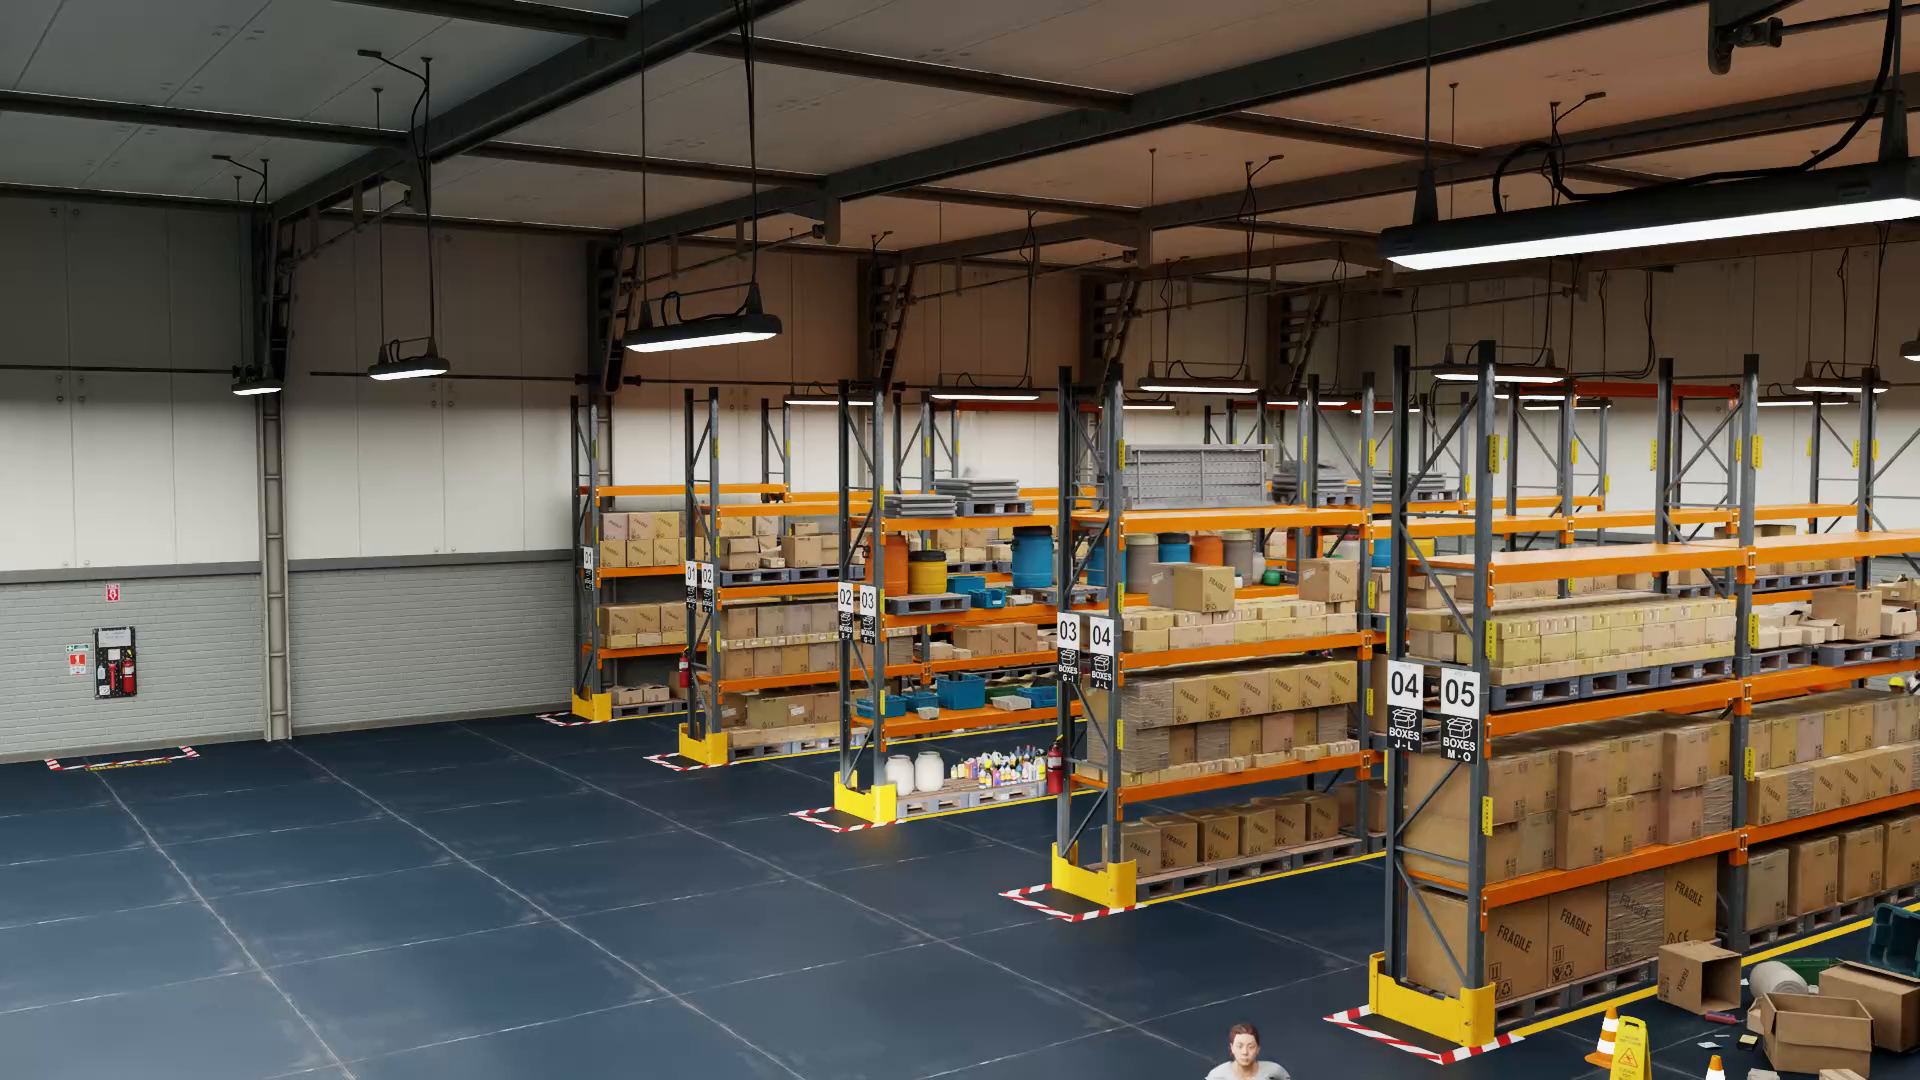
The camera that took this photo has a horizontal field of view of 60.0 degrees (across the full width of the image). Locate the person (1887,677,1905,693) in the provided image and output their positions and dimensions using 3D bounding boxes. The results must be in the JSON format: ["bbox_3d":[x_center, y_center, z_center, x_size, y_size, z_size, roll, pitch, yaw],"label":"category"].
[{"bbox_3d":[13.435,2.863,23.792,0.833,1.833,0.661,-2,4,-35],"label":"person"}]

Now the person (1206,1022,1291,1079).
[{"bbox_3d":[1.728,3.741,10.060,0.597,1.710,0.922,0,3,8],"label":"person"}]

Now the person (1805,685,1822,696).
[{"bbox_3d":[12.074,2.866,23.548,0.602,1.743,0.700,-2,4,-32],"label":"person"}]

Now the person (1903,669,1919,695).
[{"bbox_3d":[15.180,2.715,26.182,0.716,1.734,0.899,3,5,44],"label":"person"}]
